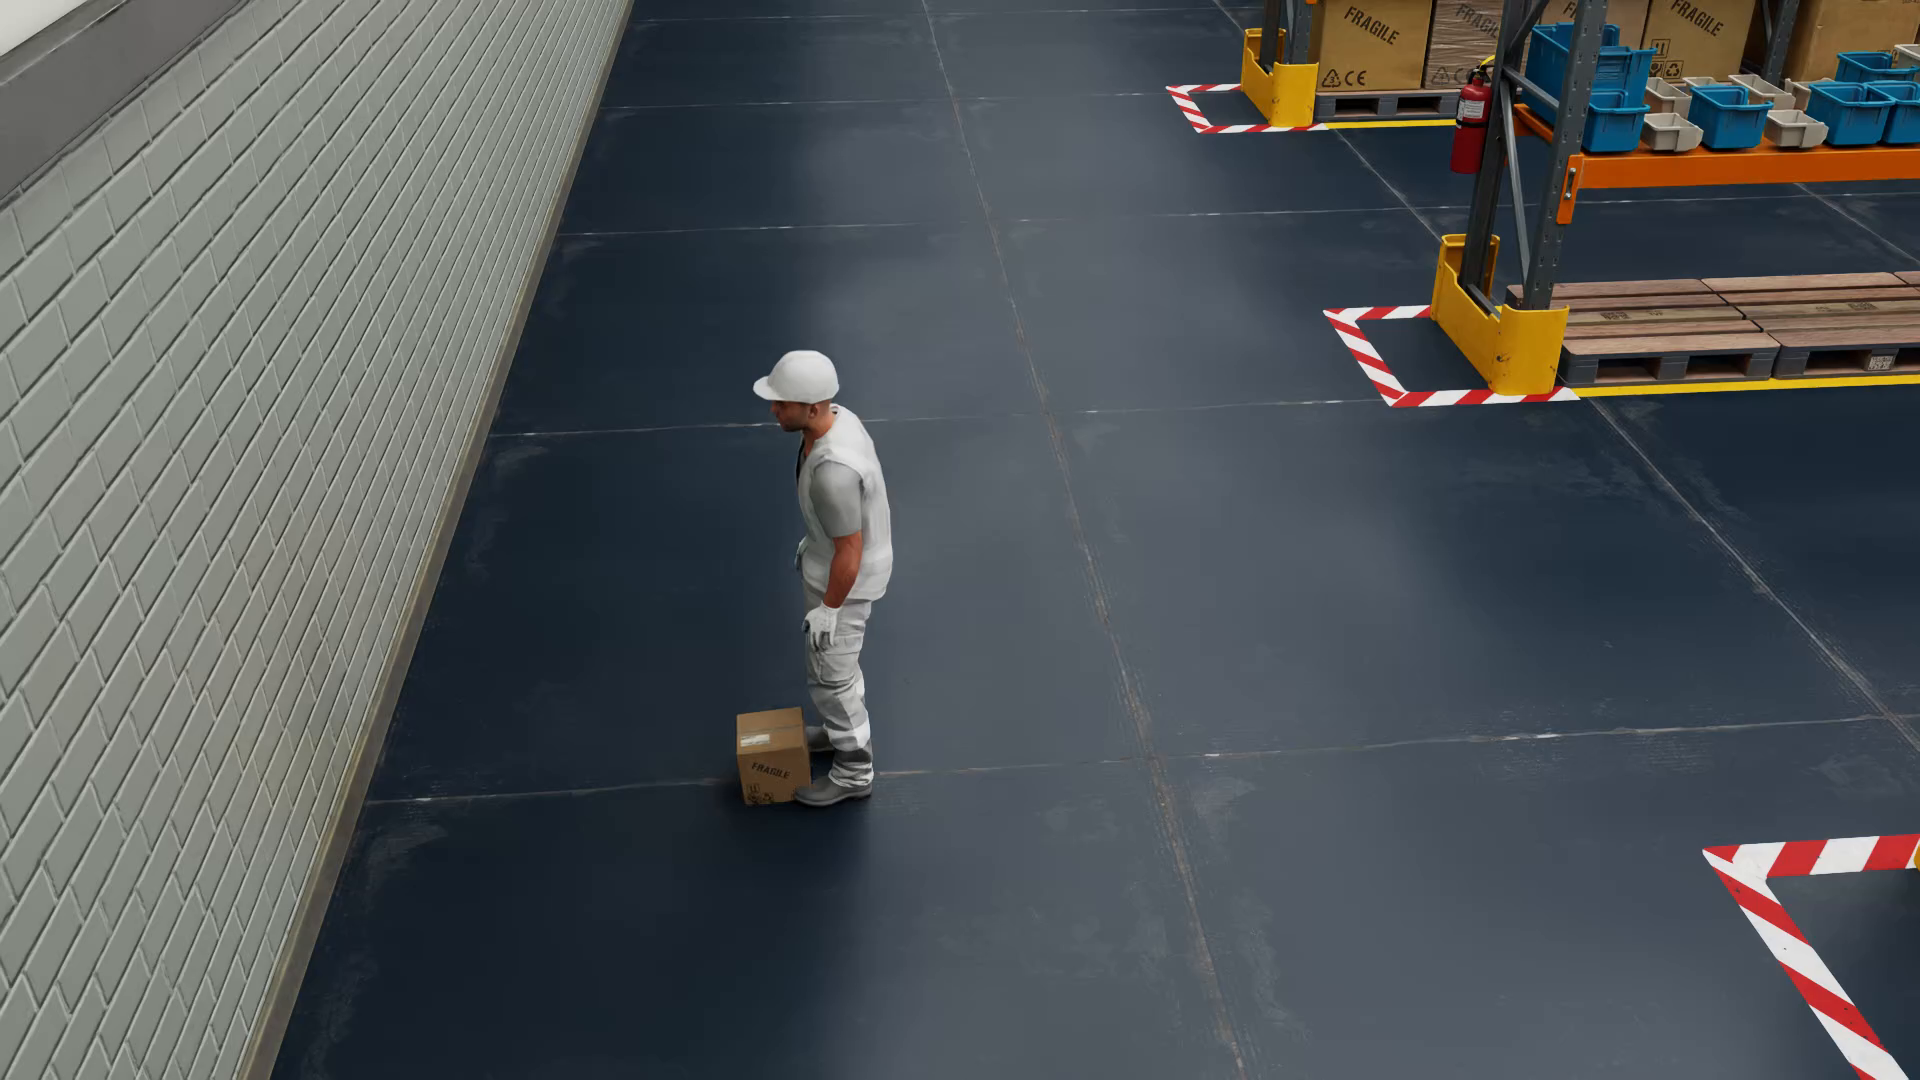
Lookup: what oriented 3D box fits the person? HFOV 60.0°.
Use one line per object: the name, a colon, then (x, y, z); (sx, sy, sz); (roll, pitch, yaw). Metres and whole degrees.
person: (-0.463, 0.137, 5.887); (0.441, 1.780, 0.579); (-4, 31, -6)
